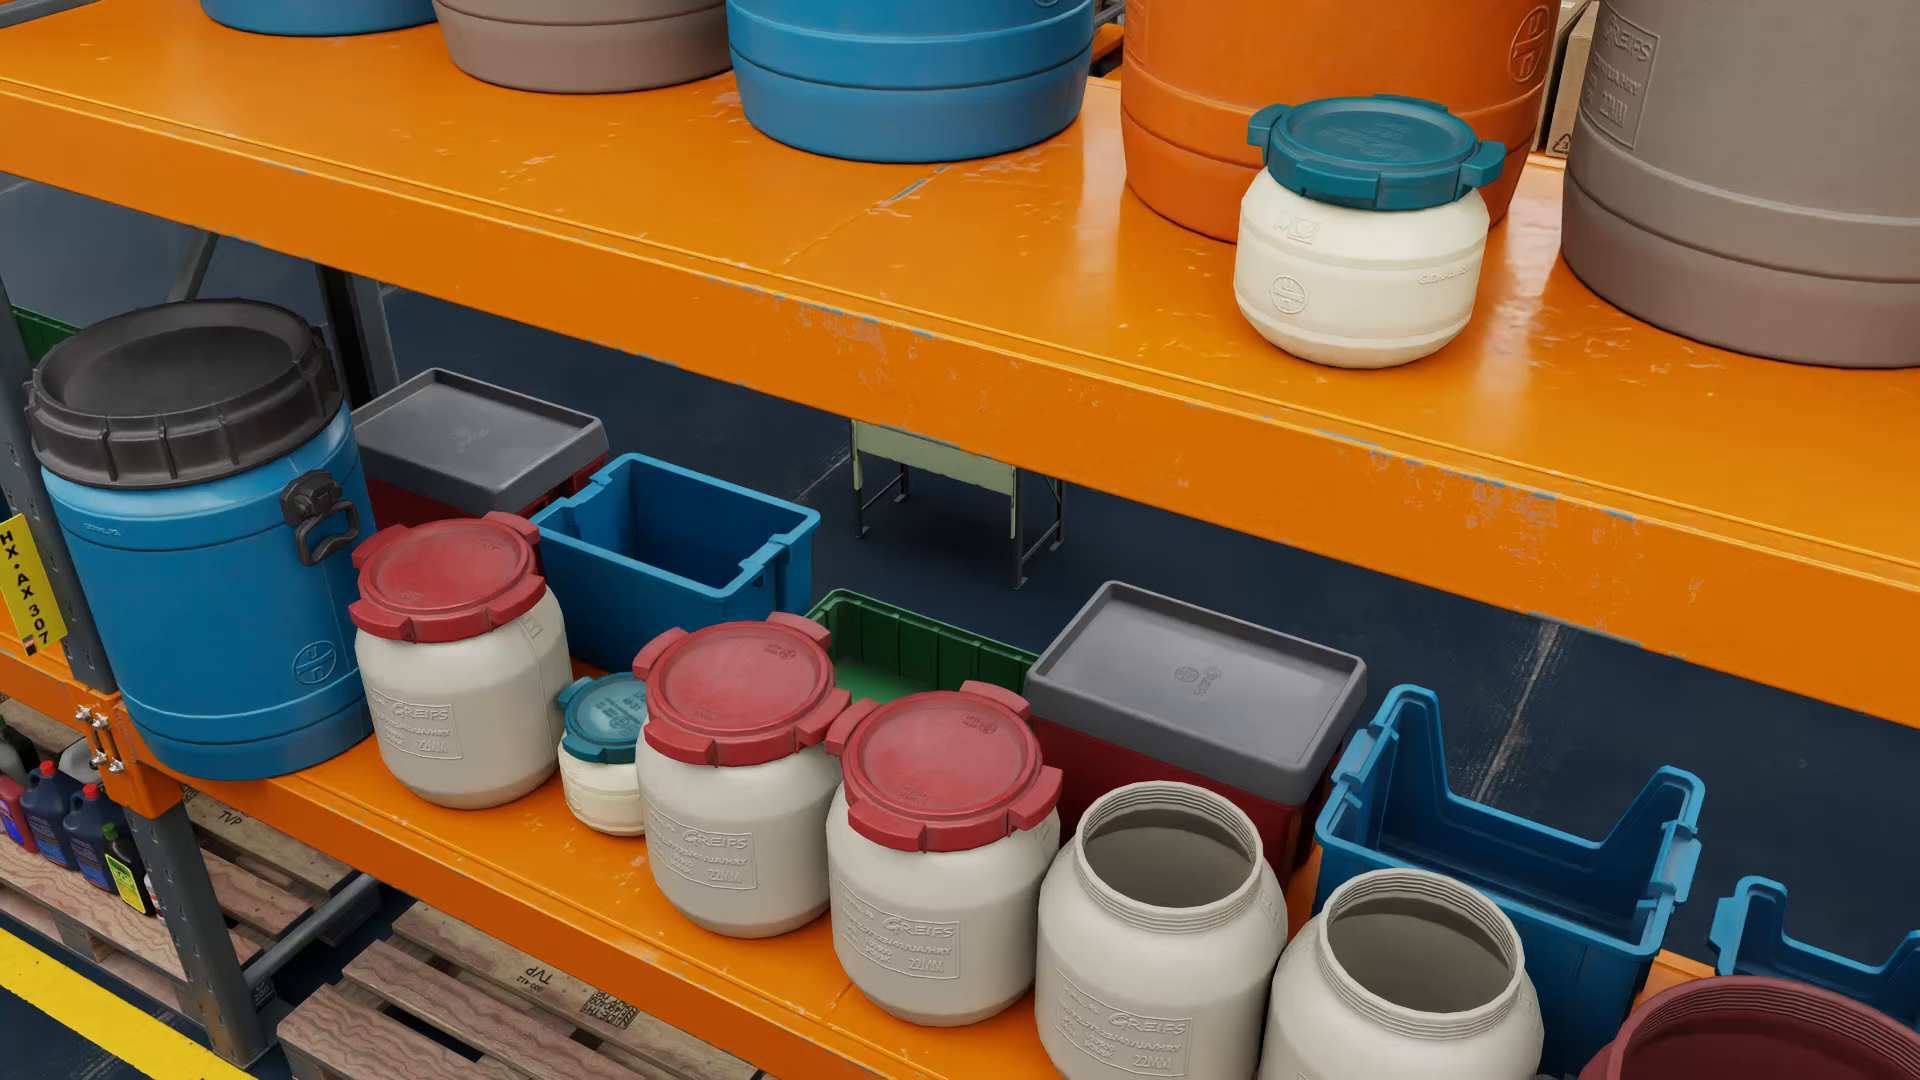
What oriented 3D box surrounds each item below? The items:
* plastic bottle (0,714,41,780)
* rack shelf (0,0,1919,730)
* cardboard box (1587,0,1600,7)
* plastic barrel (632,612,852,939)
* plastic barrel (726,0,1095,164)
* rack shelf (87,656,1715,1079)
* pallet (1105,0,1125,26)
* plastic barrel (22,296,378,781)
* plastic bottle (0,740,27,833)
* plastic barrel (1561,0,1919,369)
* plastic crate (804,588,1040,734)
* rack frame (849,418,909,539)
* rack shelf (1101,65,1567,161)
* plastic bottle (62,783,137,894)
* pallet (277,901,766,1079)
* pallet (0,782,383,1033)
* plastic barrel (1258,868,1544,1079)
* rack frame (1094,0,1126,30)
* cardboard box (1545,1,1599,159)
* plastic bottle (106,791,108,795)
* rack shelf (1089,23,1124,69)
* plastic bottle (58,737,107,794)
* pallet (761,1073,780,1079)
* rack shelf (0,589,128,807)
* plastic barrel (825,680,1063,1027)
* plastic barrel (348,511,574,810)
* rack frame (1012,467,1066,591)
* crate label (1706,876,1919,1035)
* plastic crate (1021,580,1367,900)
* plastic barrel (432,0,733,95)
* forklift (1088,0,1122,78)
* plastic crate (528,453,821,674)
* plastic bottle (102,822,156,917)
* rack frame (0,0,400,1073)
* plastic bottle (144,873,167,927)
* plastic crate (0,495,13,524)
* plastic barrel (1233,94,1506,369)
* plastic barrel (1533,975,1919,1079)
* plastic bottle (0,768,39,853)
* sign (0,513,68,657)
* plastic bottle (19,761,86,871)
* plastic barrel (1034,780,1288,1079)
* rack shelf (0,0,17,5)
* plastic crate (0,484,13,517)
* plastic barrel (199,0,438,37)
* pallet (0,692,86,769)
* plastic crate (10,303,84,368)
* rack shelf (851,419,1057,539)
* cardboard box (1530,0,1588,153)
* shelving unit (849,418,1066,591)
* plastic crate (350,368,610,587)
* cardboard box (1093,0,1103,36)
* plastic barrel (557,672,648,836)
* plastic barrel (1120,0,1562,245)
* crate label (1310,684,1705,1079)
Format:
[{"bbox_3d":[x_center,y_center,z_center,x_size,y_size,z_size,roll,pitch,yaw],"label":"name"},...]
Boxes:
[{"bbox_3d":[-2.886,0.666,5.098,0.133,0.283,0.061,18,37,24],"label":"plastic bottle"},{"bbox_3d":[-0.028,-0.445,2.654,4.000,0.370,1.077,18,37,24],"label":"rack shelf"},{"bbox_3d":[4.272,-3.643,11.373,0.500,0.500,0.700,17,37,23],"label":"cardboard box"},{"bbox_3d":[-0.406,0.468,3.218,0.433,0.535,0.433,0,34,0],"label":"plastic barrel"},{"bbox_3d":[-0.080,-1.108,2.548,0.708,0.901,0.600,18,37,24],"label":"plastic barrel"},{"bbox_3d":[-0.028,0.804,3.485,4.000,0.370,1.077,18,37,24],"label":"rack shelf"},{"bbox_3d":[1.487,-4.155,12.799,1.213,0.211,1.003,18,37,24],"label":"pallet"},{"bbox_3d":[-1.580,-0.002,3.595,0.708,0.901,0.600,18,37,24],"label":"plastic barrel"},{"bbox_3d":[-2.914,0.694,4.995,0.185,0.351,0.144,17,37,24],"label":"plastic bottle"},{"bbox_3d":[1.103,-0.733,1.986,0.600,0.901,0.600,0,34,0],"label":"plastic barrel"},{"bbox_3d":[-0.113,0.386,3.656,0.662,0.188,0.450,18,37,24],"label":"plastic crate"},{"bbox_3d":[-0.324,-0.727,6.488,0.023,1.500,0.400,18,37,24],"label":"rack frame"},{"bbox_3d":[2.433,-1.579,7.063,4.000,0.370,1.077,18,37,24],"label":"rack shelf"},{"bbox_3d":[-2.467,0.836,4.782,0.185,0.351,0.144,17,37,23],"label":"plastic bottle"},{"bbox_3d":[-1.064,1.312,4.589,1.213,0.211,1.003,18,37,24],"label":"pallet"},{"bbox_3d":[-2.327,0.910,5.192,1.213,0.211,1.003,18,37,24],"label":"pallet"},{"bbox_3d":[0.709,0.828,2.700,0.421,0.512,0.421,0,34,0],"label":"plastic barrel"},{"bbox_3d":[0.696,-2.428,7.690,0.127,3.000,1.000,18,37,24],"label":"rack frame"},{"bbox_3d":[2.704,-1.823,6.692,0.500,0.500,0.500,16,37,22],"label":"cardboard box"},{"bbox_3d":[-2.396,0.766,4.886,0.185,0.351,0.144,18,37,24],"label":"plastic bottle"},{"bbox_3d":[-1.040,-2.679,8.715,4.000,0.370,1.077,18,37,24],"label":"rack shelf"},{"bbox_3d":[-2.582,0.736,4.999,0.135,0.276,0.152,18,37,24],"label":"plastic bottle"},{"bbox_3d":[0.000,1.647,4.086,1.213,0.211,1.003,18,37,24],"label":"pallet"},{"bbox_3d":[-3.501,-0.296,5.137,4.000,0.370,1.077,18,37,24],"label":"rack shelf"},{"bbox_3d":[-0.030,0.587,3.039,0.433,0.535,0.433,0,34,0],"label":"plastic barrel"},{"bbox_3d":[-1.043,0.267,3.521,0.433,0.535,0.433,0,34,0],"label":"plastic barrel"},{"bbox_3d":[0.312,-0.525,6.186,0.023,1.500,0.400,18,37,24],"label":"rack frame"},{"bbox_3d":[1.528,0.828,2.951,0.416,0.233,0.303,18,37,24],"label":"crate label"},{"bbox_3d":[0.457,0.436,3.331,0.583,0.464,0.402,18,37,24],"label":"plastic crate"},{"bbox_3d":[-0.648,-1.287,2.818,0.600,0.901,0.600,0,34,0],"label":"plastic barrel"},{"bbox_3d":[0.818,-3.967,10.062,3.031,2.935,1.130,15,37,22],"label":"forklift"},{"bbox_3d":[-0.653,0.115,3.886,0.575,0.384,0.392,18,37,24],"label":"plastic crate"},{"bbox_3d":[-2.346,0.928,4.703,0.133,0.283,0.061,20,38,27],"label":"plastic bottle"},{"bbox_3d":[-1.765,-0.046,4.112,0.127,3.000,1.000,18,37,24],"label":"rack frame"},{"bbox_3d":[-2.234,0.986,4.690,0.097,0.201,0.097,0,34,0],"label":"plastic bottle"},{"bbox_3d":[-2.860,-0.157,4.414,0.616,0.251,0.499,18,37,24],"label":"plastic crate"},{"bbox_3d":[0.488,-0.374,2.024,0.301,0.262,0.301,0,34,0],"label":"plastic barrel"},{"bbox_3d":[1.155,1.016,2.395,0.708,0.536,0.600,18,37,24],"label":"plastic barrel"},{"bbox_3d":[-2.796,0.786,4.917,0.133,0.283,0.061,20,39,27],"label":"plastic bottle"},{"bbox_3d":[-2.047,0.101,3.642,0.005,0.325,0.100,18,37,24],"label":"sign"},{"bbox_3d":[-2.634,0.783,4.861,0.185,0.351,0.144,16,37,22],"label":"plastic bottle"},{"bbox_3d":[0.343,0.712,2.874,0.421,0.512,0.421,0,34,0],"label":"plastic barrel"},{"bbox_3d":[-3.501,-1.545,4.306,4.000,0.370,1.077,18,37,24],"label":"rack shelf"},{"bbox_3d":[-2.156,-0.225,4.437,0.504,0.338,0.767,18,37,24],"label":"plastic crate"},{"bbox_3d":[-1.216,-1.467,3.089,0.708,0.901,0.600,18,37,24],"label":"plastic barrel"},{"bbox_3d":[-3.391,0.575,5.695,1.213,0.211,1.003,18,37,24],"label":"pallet"},{"bbox_3d":[-2.803,-0.466,4.935,0.662,0.188,0.450,18,37,24],"label":"plastic crate"},{"bbox_3d":[-0.006,-0.355,6.518,0.720,0.370,0.431,18,37,24],"label":"rack shelf"},{"bbox_3d":[2.247,-1.968,6.909,0.500,0.500,0.500,18,38,24],"label":"cardboard box"},{"bbox_3d":[-0.006,-0.626,6.337,0.755,1.500,0.431,18,37,24],"label":"shelving unit"},{"bbox_3d":[-1.193,-0.086,4.115,0.583,0.464,0.402,18,37,24],"label":"plastic crate"},{"bbox_3d":[0.308,-2.589,7.841,0.500,0.500,0.700,17,37,23],"label":"cardboard box"},{"bbox_3d":[-0.692,0.450,3.493,0.301,0.262,0.301,0,34,0],"label":"plastic barrel"},{"bbox_3d":[0.535,-0.883,2.276,0.708,0.830,0.600,18,37,24],"label":"plastic barrel"},{"bbox_3d":[0.980,0.636,3.056,0.616,0.435,0.502,18,37,24],"label":"crate label"}]
